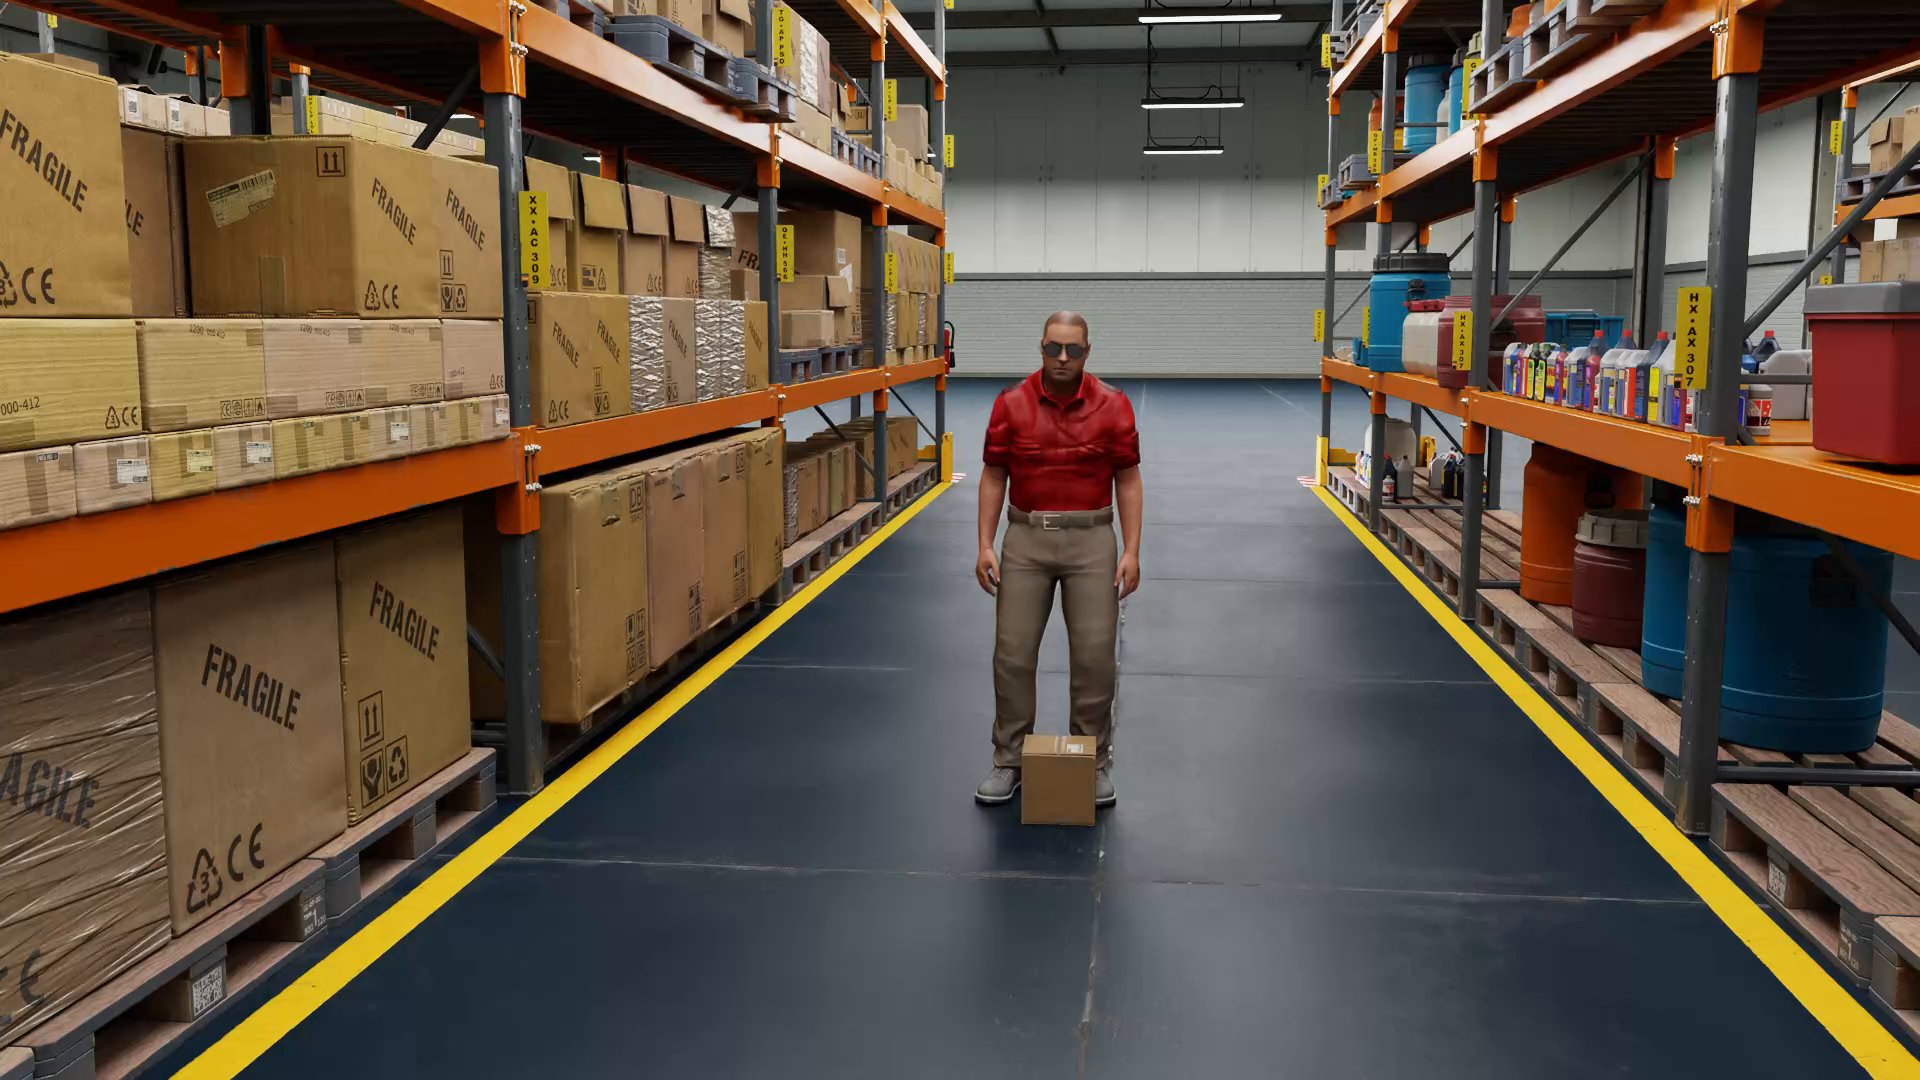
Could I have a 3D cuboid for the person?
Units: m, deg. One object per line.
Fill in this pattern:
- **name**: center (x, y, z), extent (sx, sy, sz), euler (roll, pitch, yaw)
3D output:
- **person**: center (0.350, 0.059, 5.894), extent (0.587, 1.727, 0.394), euler (1, 8, 7)
